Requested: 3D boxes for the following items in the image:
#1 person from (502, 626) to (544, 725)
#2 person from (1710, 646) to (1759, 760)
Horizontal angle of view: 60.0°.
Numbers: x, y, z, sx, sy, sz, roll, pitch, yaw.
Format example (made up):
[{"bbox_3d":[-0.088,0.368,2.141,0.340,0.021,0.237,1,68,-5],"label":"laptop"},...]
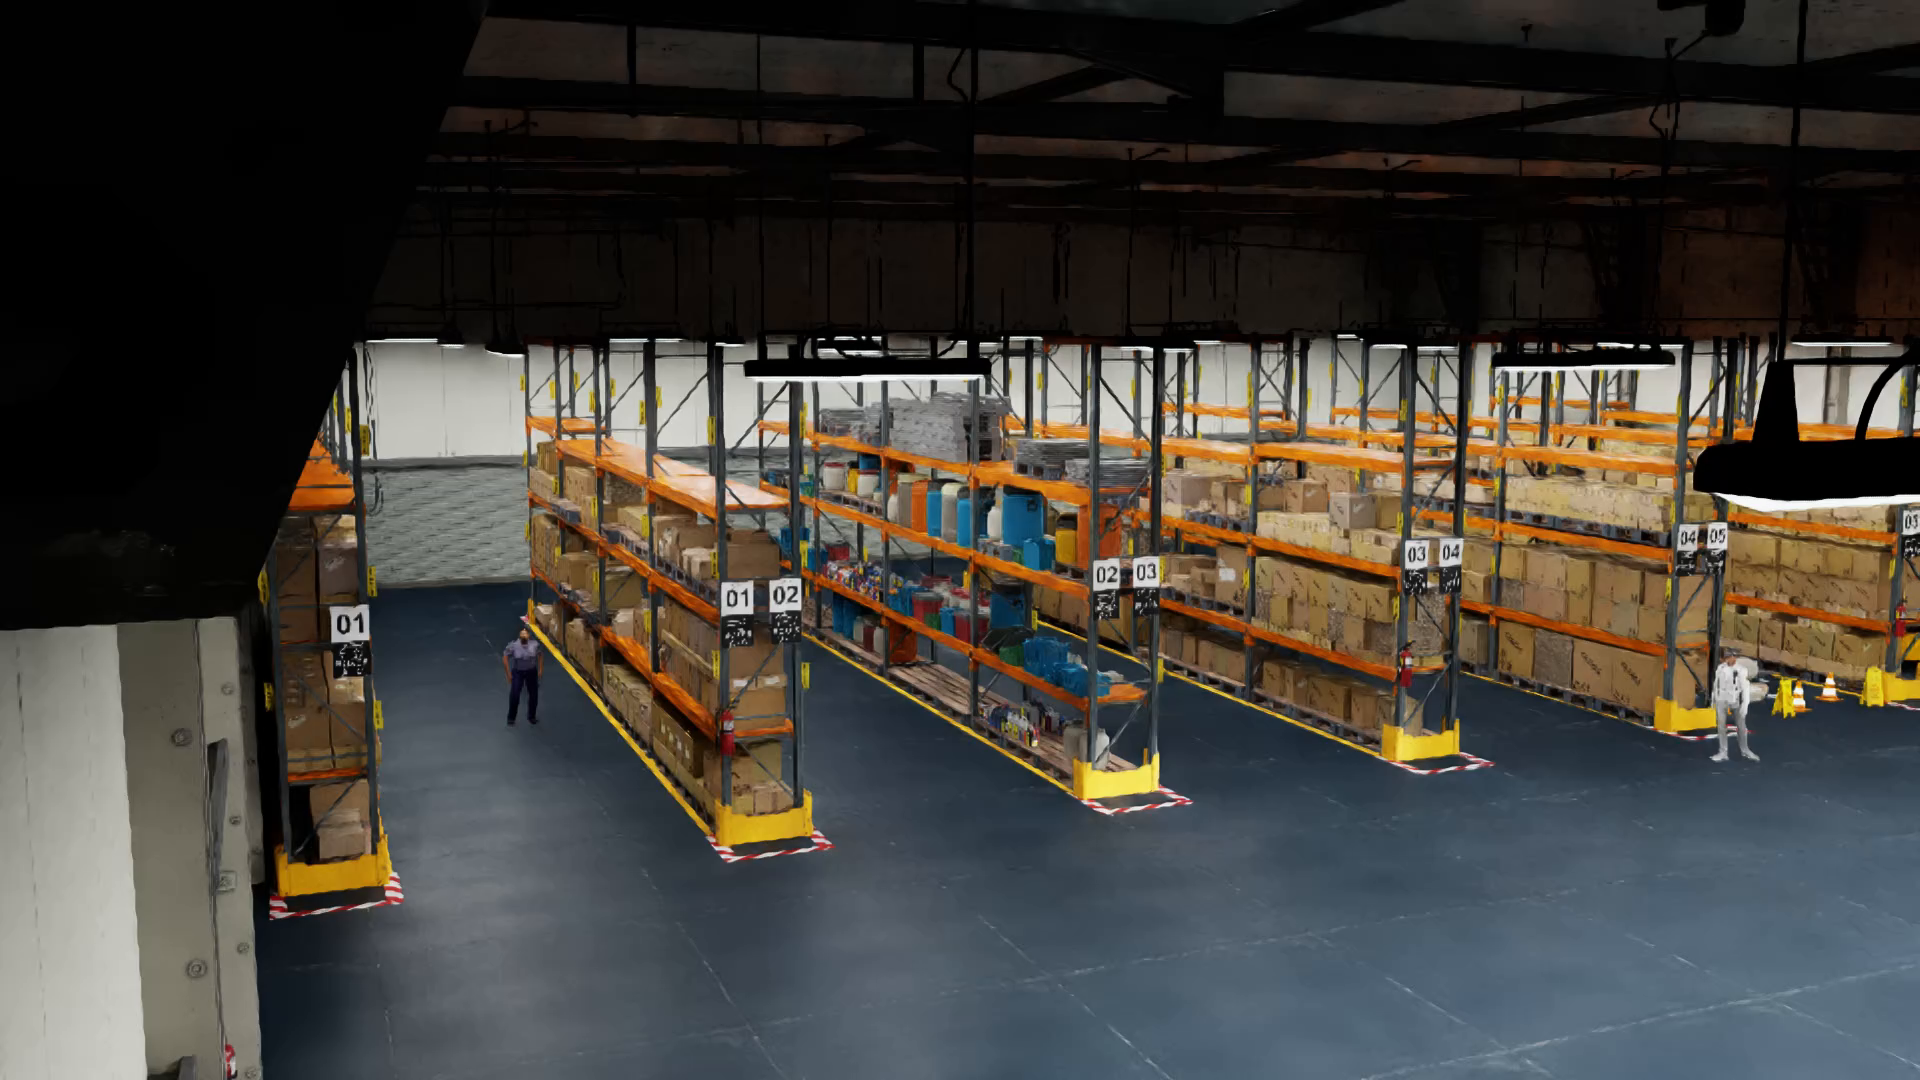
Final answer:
[{"bbox_3d":[-6.816,2.103,25.985,0.625,1.596,0.517,-3,8,-23],"label":"person"},{"bbox_3d":[11.147,2.348,23.906,0.670,1.668,0.496,7,10,41],"label":"person"}]
